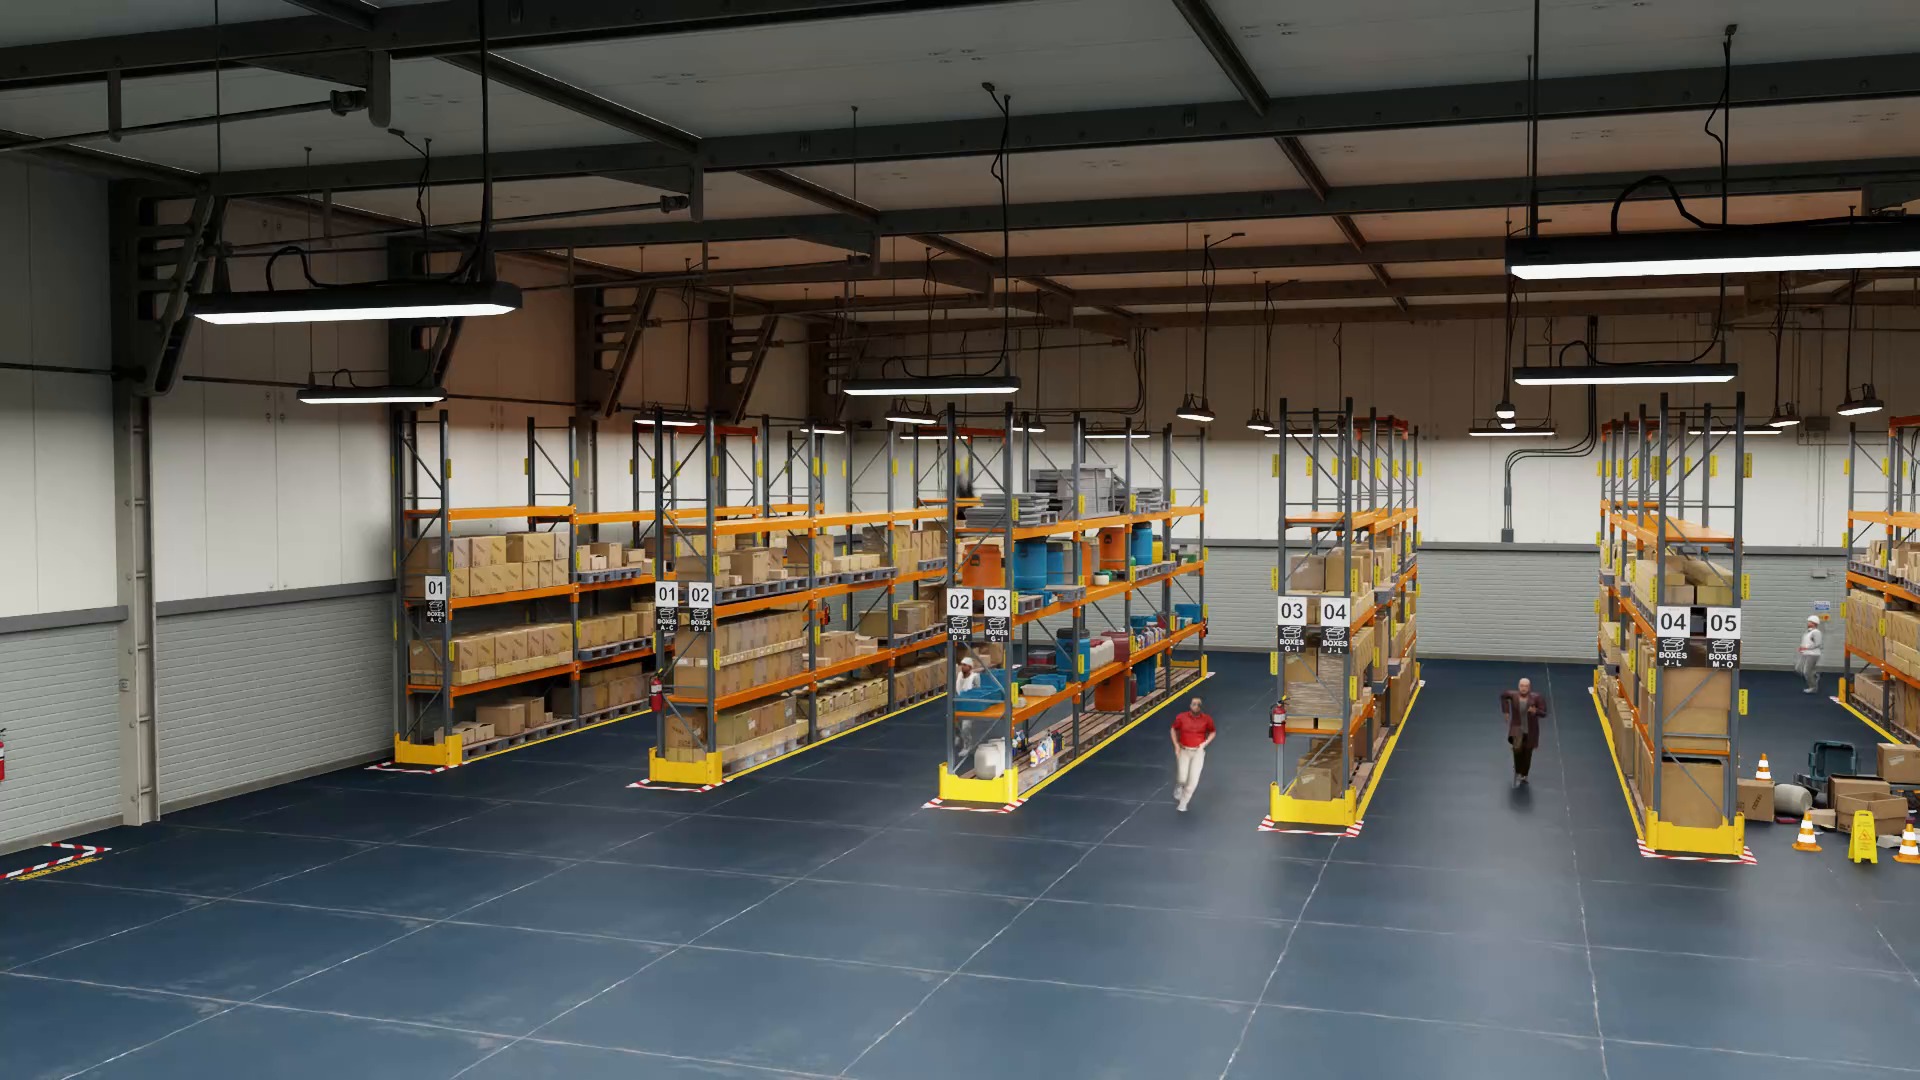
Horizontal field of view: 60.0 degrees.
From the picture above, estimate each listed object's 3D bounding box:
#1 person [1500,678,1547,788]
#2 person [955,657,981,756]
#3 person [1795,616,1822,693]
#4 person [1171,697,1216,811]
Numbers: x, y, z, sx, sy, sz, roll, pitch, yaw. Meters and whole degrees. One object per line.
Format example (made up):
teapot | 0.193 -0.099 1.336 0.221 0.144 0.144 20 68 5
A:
person | 8.832 3.009 26.071 0.690 1.730 0.978 1 3 16
person | 0.087 2.907 28.995 0.808 1.734 0.561 1 3 29
person | 18.943 2.547 37.125 0.539 1.724 0.653 0 2 6
person | 3.436 3.134 24.508 0.654 1.672 0.612 0 2 2
